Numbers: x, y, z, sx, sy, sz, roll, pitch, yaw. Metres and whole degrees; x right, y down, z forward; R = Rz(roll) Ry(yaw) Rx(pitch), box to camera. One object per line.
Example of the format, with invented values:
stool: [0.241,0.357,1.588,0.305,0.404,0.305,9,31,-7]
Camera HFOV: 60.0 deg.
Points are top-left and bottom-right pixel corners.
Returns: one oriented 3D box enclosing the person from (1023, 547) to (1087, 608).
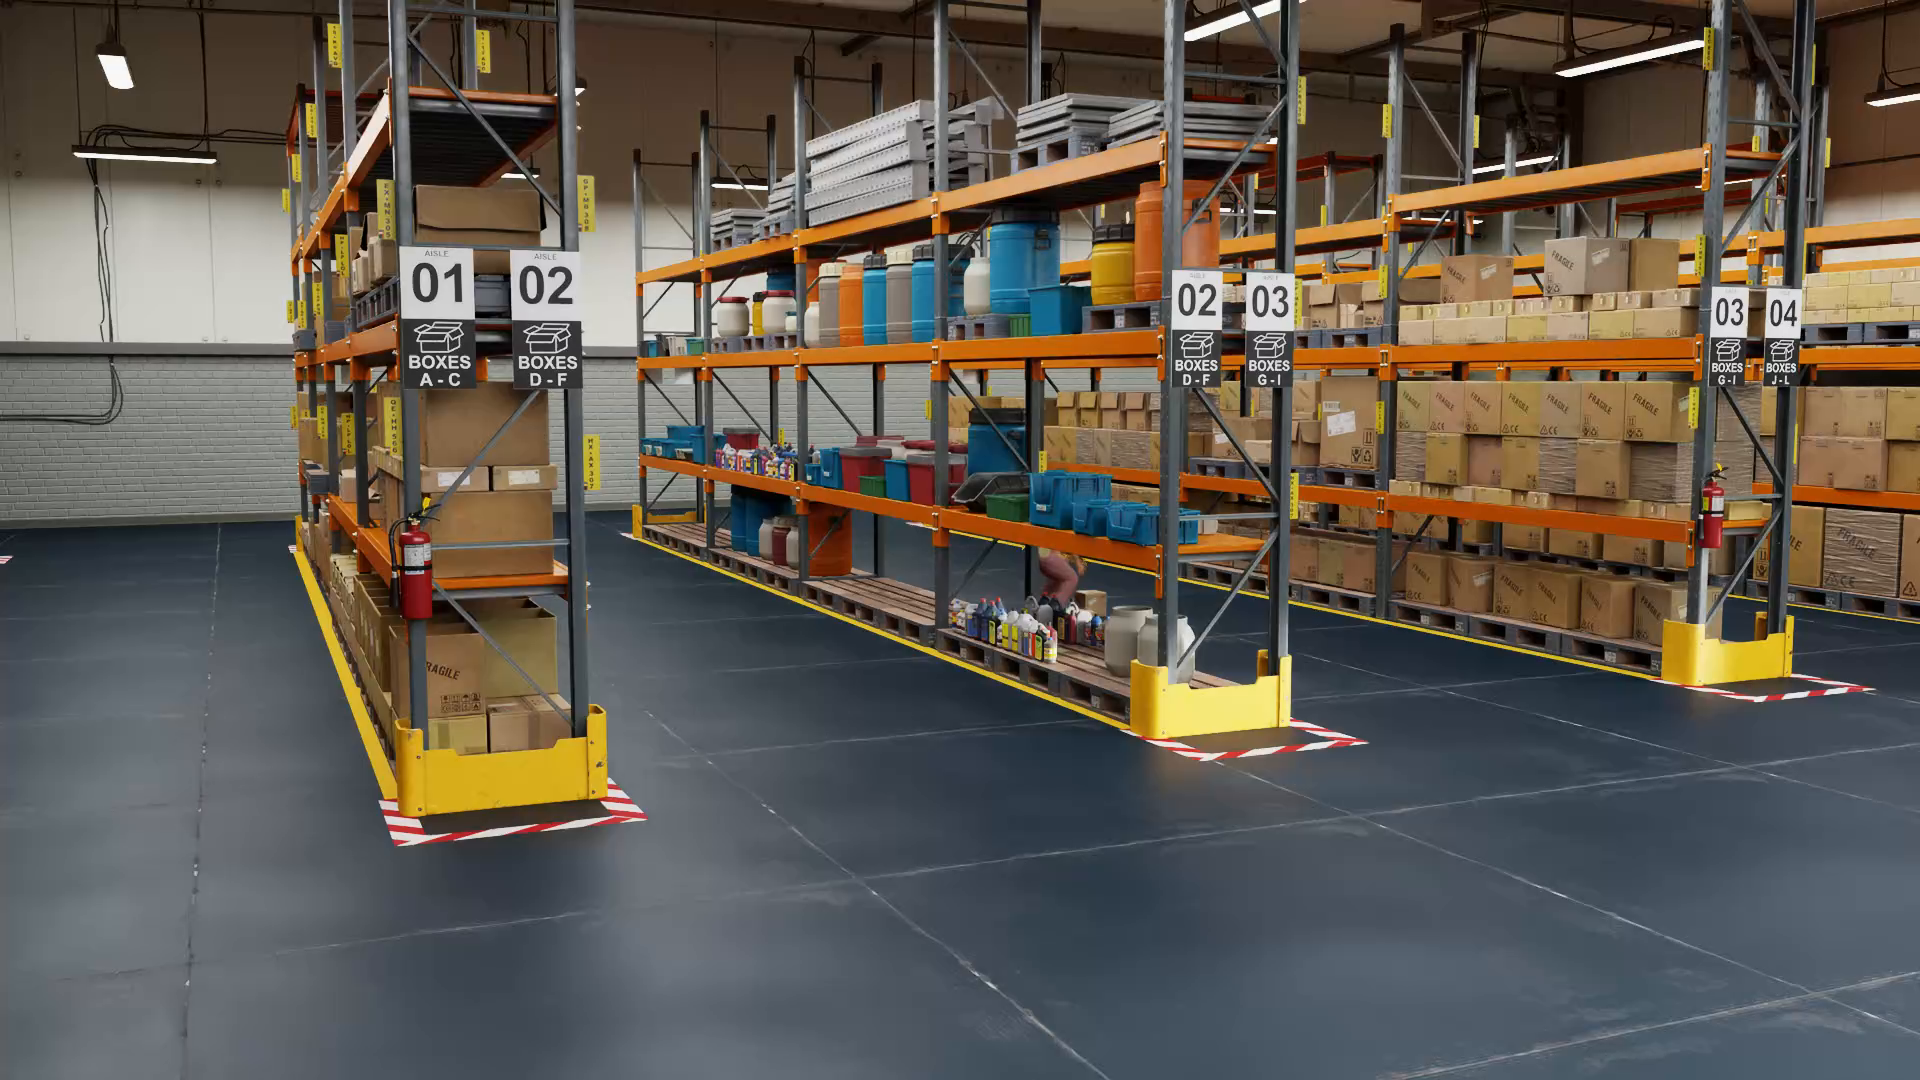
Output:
person: [0.989,0.175,17.264,0.696,1.275,0.511,-2,6,-24]
